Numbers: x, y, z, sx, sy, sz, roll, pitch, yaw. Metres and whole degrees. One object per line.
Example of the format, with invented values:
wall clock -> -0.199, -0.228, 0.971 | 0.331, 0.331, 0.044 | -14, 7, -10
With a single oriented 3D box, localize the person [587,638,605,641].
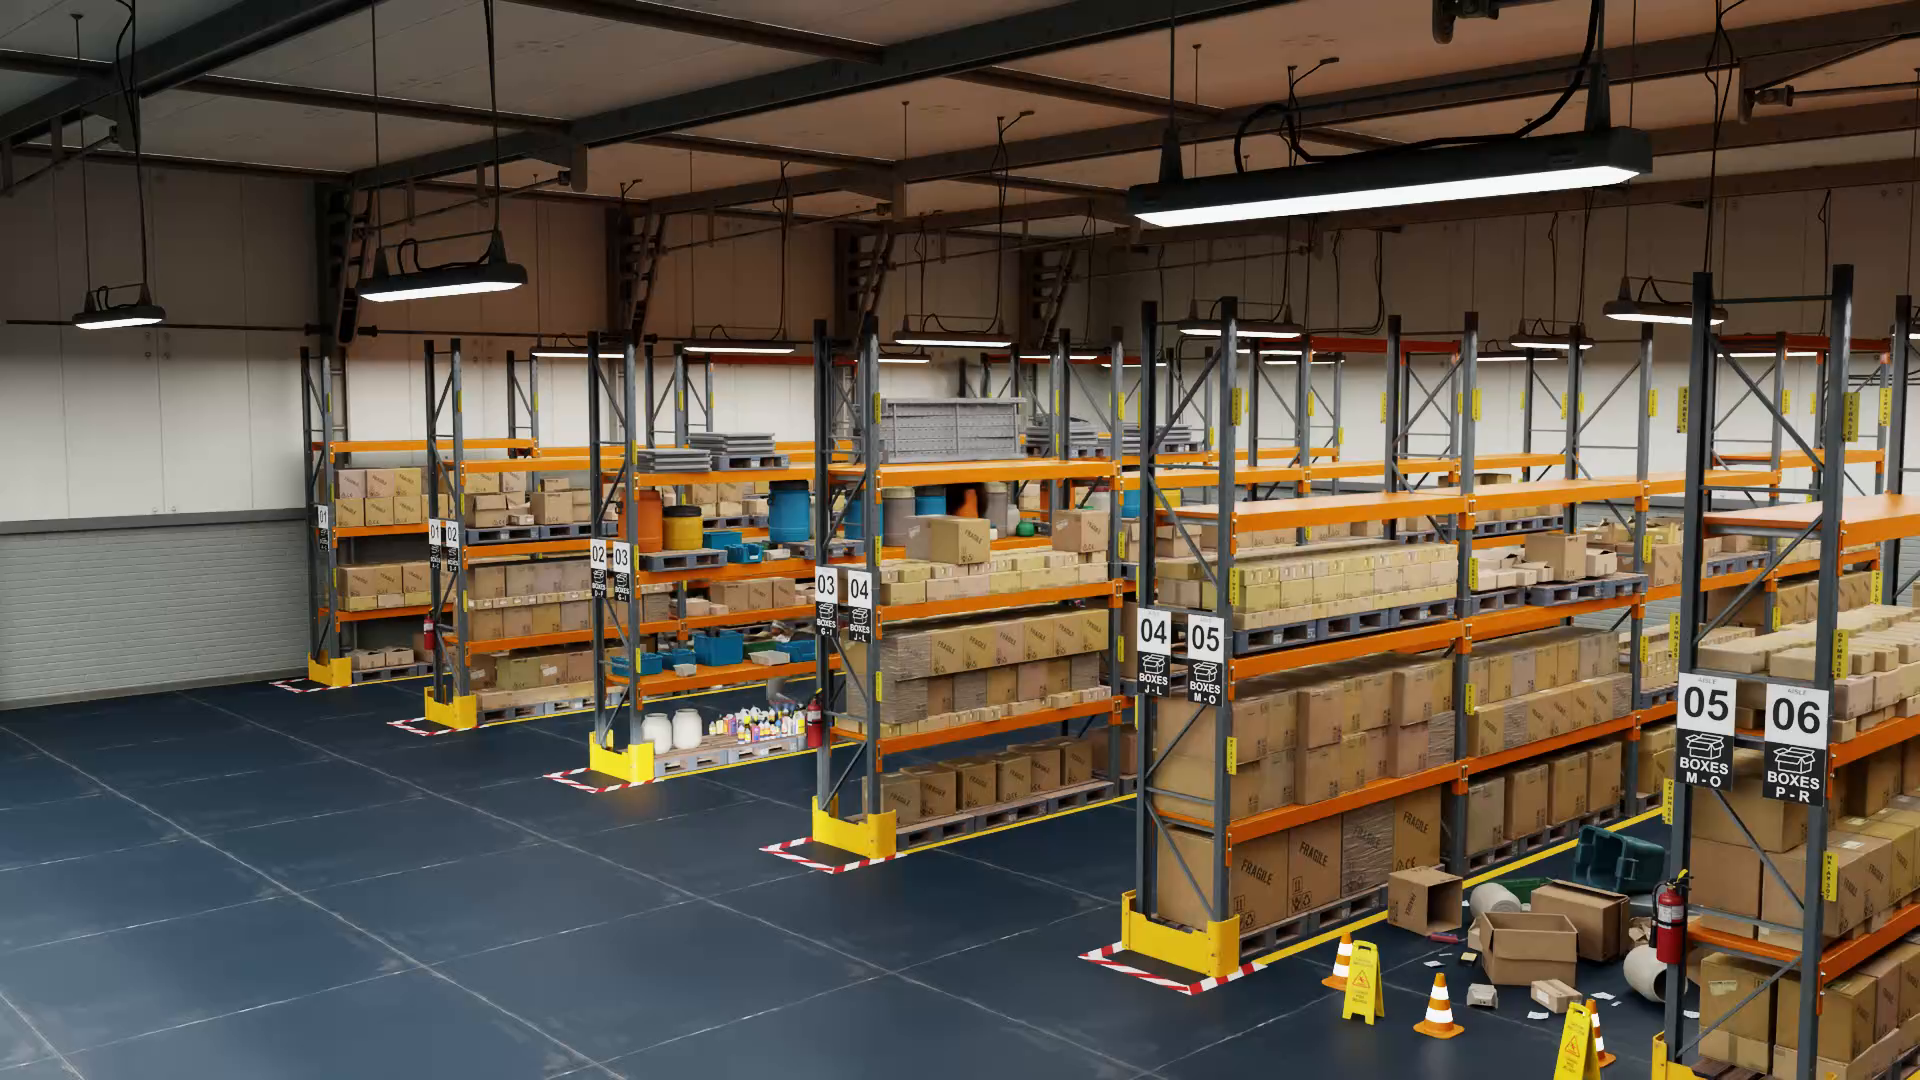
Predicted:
person -> -6.489, 1.682, 29.905 | 0.720, 1.790, 0.917 | 3, 6, 35

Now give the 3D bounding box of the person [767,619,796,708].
person -> -2.825, 2.062, 25.990 | 0.515, 1.664, 0.580 | -3, 6, -34
